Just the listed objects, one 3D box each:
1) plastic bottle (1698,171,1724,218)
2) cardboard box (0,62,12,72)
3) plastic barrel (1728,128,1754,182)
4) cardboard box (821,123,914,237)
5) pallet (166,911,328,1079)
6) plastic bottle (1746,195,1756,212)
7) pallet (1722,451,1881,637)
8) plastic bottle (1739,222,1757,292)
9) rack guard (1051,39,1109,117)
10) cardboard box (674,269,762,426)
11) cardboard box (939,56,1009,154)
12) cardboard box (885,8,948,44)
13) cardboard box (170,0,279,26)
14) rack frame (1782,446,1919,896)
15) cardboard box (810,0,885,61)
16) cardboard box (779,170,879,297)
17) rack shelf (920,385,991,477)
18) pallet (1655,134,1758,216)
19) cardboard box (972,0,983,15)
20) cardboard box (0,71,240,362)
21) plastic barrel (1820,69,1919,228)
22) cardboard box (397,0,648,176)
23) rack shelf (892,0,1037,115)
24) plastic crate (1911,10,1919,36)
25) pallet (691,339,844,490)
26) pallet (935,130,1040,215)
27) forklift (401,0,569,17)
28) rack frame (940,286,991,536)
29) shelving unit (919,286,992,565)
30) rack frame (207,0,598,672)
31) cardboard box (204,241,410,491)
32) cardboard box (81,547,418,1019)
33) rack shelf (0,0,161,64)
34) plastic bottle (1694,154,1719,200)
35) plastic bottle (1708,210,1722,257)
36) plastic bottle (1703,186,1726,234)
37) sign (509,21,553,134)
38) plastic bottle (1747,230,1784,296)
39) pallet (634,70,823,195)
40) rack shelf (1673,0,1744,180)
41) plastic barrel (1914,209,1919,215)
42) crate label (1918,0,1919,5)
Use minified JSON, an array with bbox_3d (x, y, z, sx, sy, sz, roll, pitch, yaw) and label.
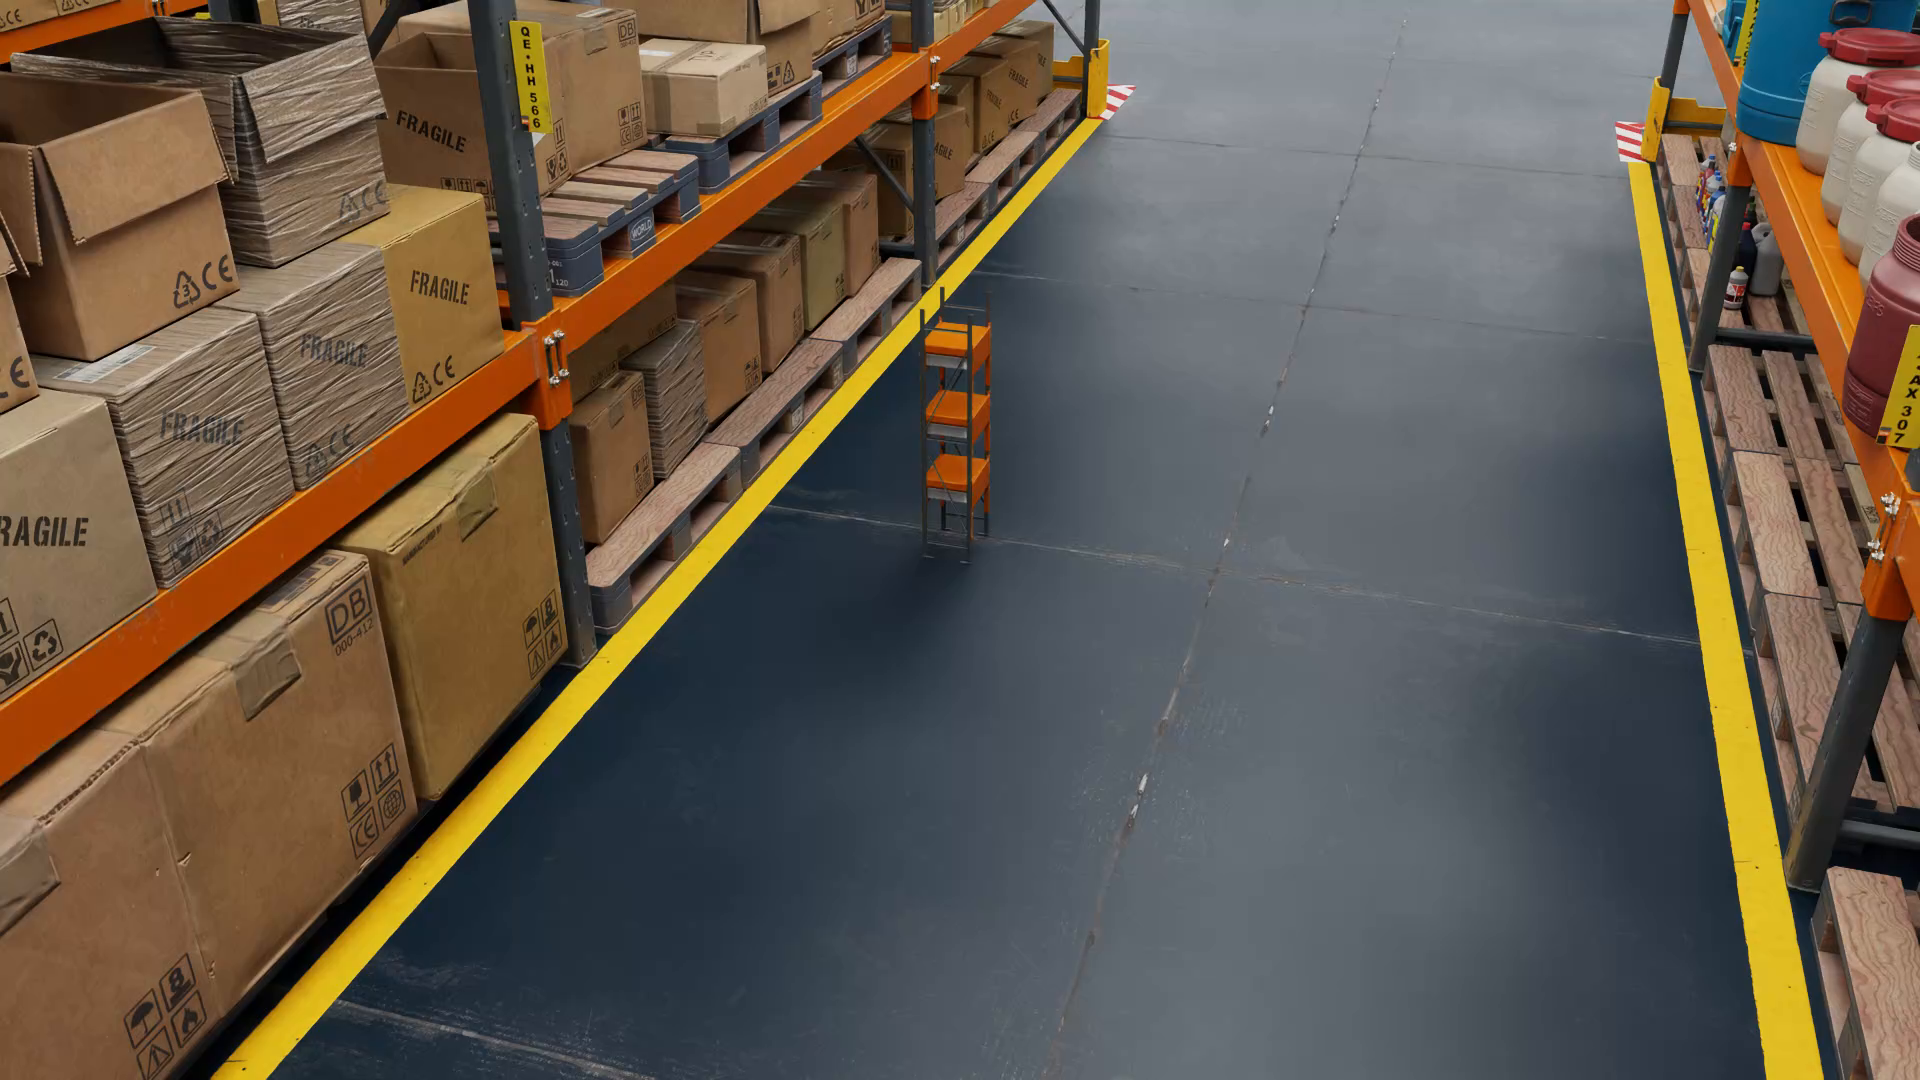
[{"bbox_3d":[4.348,-1.997,9.609,0.097,0.271,0.097,0,29,0],"label":"plastic bottle"},{"bbox_3d":[-5.438,-2.456,9.962,1.050,0.750,0.750,8,30,15],"label":"cardboard box"},{"bbox_3d":[5.012,-2.501,10.288,0.421,0.512,0.421,0,29,0],"label":"plastic barrel"},{"bbox_3d":[-0.474,-2.074,9.532,0.500,0.500,0.500,8,30,13],"label":"cardboard box"},{"bbox_3d":[-2.468,1.196,4.383,1.003,0.211,1.213,8,30,15],"label":"pallet"},{"bbox_3d":[4.323,-1.741,9.135,0.061,0.283,0.133,8,30,15],"label":"plastic bottle"},{"bbox_3d":[3.555,0.062,6.421,1.003,0.211,1.213,8,30,15],"label":"pallet"},{"bbox_3d":[4.018,-1.471,8.581,0.144,0.351,0.185,8,30,14],"label":"plastic bottle"},{"bbox_3d":[0.522,-3.534,12.588,1.175,0.500,0.348,8,30,15],"label":"rack guard"},{"bbox_3d":[-1.316,-0.882,7.368,0.700,0.500,0.500,11,31,19],"label":"cardboard box"},{"bbox_3d":[0.000,-2.894,11.006,0.500,0.500,0.500,11,31,20],"label":"cardboard box"},{"bbox_3d":[-0.279,-2.750,8.866,0.380,0.149,0.250,8,30,15],"label":"cardboard box"},{"bbox_3d":[-5.090,-3.094,10.981,0.875,0.875,0.875,9,30,16],"label":"cardboard box"},{"bbox_3d":[2.931,-0.237,4.090,1.000,3.000,0.127,8,30,15],"label":"rack frame"},{"bbox_3d":[-0.997,-2.899,7.826,1.000,1.000,1.000,9,30,15],"label":"cardboard box"},{"bbox_3d":[-0.831,-1.620,8.695,0.700,0.500,0.500,6,30,11],"label":"cardboard box"},{"bbox_3d":[-0.016,-0.425,6.455,0.215,0.259,0.240,8,30,15],"label":"rack shelf"},{"bbox_3d":[5.058,-2.317,10.698,1.003,0.211,1.213,8,30,15],"label":"pallet"},{"bbox_3d":[-0.082,-3.102,9.498,0.380,0.149,0.250,8,30,15],"label":"cardboard box"},{"bbox_3d":[-2.228,-0.786,3.942,0.797,0.503,0.637,9,30,16],"label":"cardboard box"},{"bbox_3d":[3.399,-1.401,6.043,0.433,0.535,0.433,0,29,0],"label":"plastic barrel"},{"bbox_3d":[-1.616,-1.701,6.188,0.700,0.500,0.500,13,32,22],"label":"cardboard box"},{"bbox_3d":[-0.043,-3.417,10.548,1.077,0.370,4.000,8,30,15],"label":"rack shelf"},{"bbox_3d":[4.380,-2.294,7.851,0.767,0.338,0.504,8,30,15],"label":"plastic crate"},{"bbox_3d":[-1.213,-0.653,7.707,1.003,0.211,1.213,8,30,15],"label":"pallet"},{"bbox_3d":[-0.110,-2.470,10.973,1.003,0.211,1.213,8,30,15],"label":"pallet"},{"bbox_3d":[-2.860,-2.753,8.683,3.031,2.935,1.130,4,29,7],"label":"forklift"},{"bbox_3d":[0.020,-0.491,6.552,0.200,1.050,0.008,8,30,15],"label":"rack frame"},{"bbox_3d":[-0.016,-0.434,6.450,0.215,1.050,0.252,8,30,15],"label":"shelving unit"},{"bbox_3d":[-1.804,-0.944,5.361,1.000,3.000,0.127,8,30,15],"label":"rack frame"},{"bbox_3d":[-1.864,-0.492,4.445,0.500,0.500,0.500,8,30,14],"label":"cardboard box"},{"bbox_3d":[-2.296,0.532,4.461,1.225,0.875,0.875,9,30,15],"label":"cardboard box"},{"bbox_3d":[-5.929,-2.313,8.563,1.077,0.370,4.000,8,30,15],"label":"rack shelf"},{"bbox_3d":[4.449,-2.156,9.895,0.097,0.271,0.097,0,29,0],"label":"plastic bottle"},{"bbox_3d":[4.169,-1.710,9.011,0.144,0.351,0.185,8,30,15],"label":"plastic bottle"},{"bbox_3d":[4.259,-1.856,9.356,0.097,0.271,0.097,0,29,0],"label":"plastic bottle"},{"bbox_3d":[-1.273,-1.372,4.939,0.100,0.325,0.005,8,30,15],"label":"sign"},{"bbox_3d":[4.156,-1.450,8.544,0.144,0.351,0.185,8,30,15],"label":"plastic bottle"},{"bbox_3d":[-1.262,-1.785,7.071,1.003,0.211,1.213,8,30,15],"label":"pallet"},{"bbox_3d":[4.692,-2.711,9.277,1.077,0.370,4.000,8,30,15],"label":"rack shelf"},{"bbox_3d":[3.028,-0.794,4.977,0.421,0.512,0.421,0,29,0],"label":"plastic barrel"},{"bbox_3d":[4.997,-3.076,9.158,0.502,0.435,0.616,8,30,15],"label":"crate label"}]
